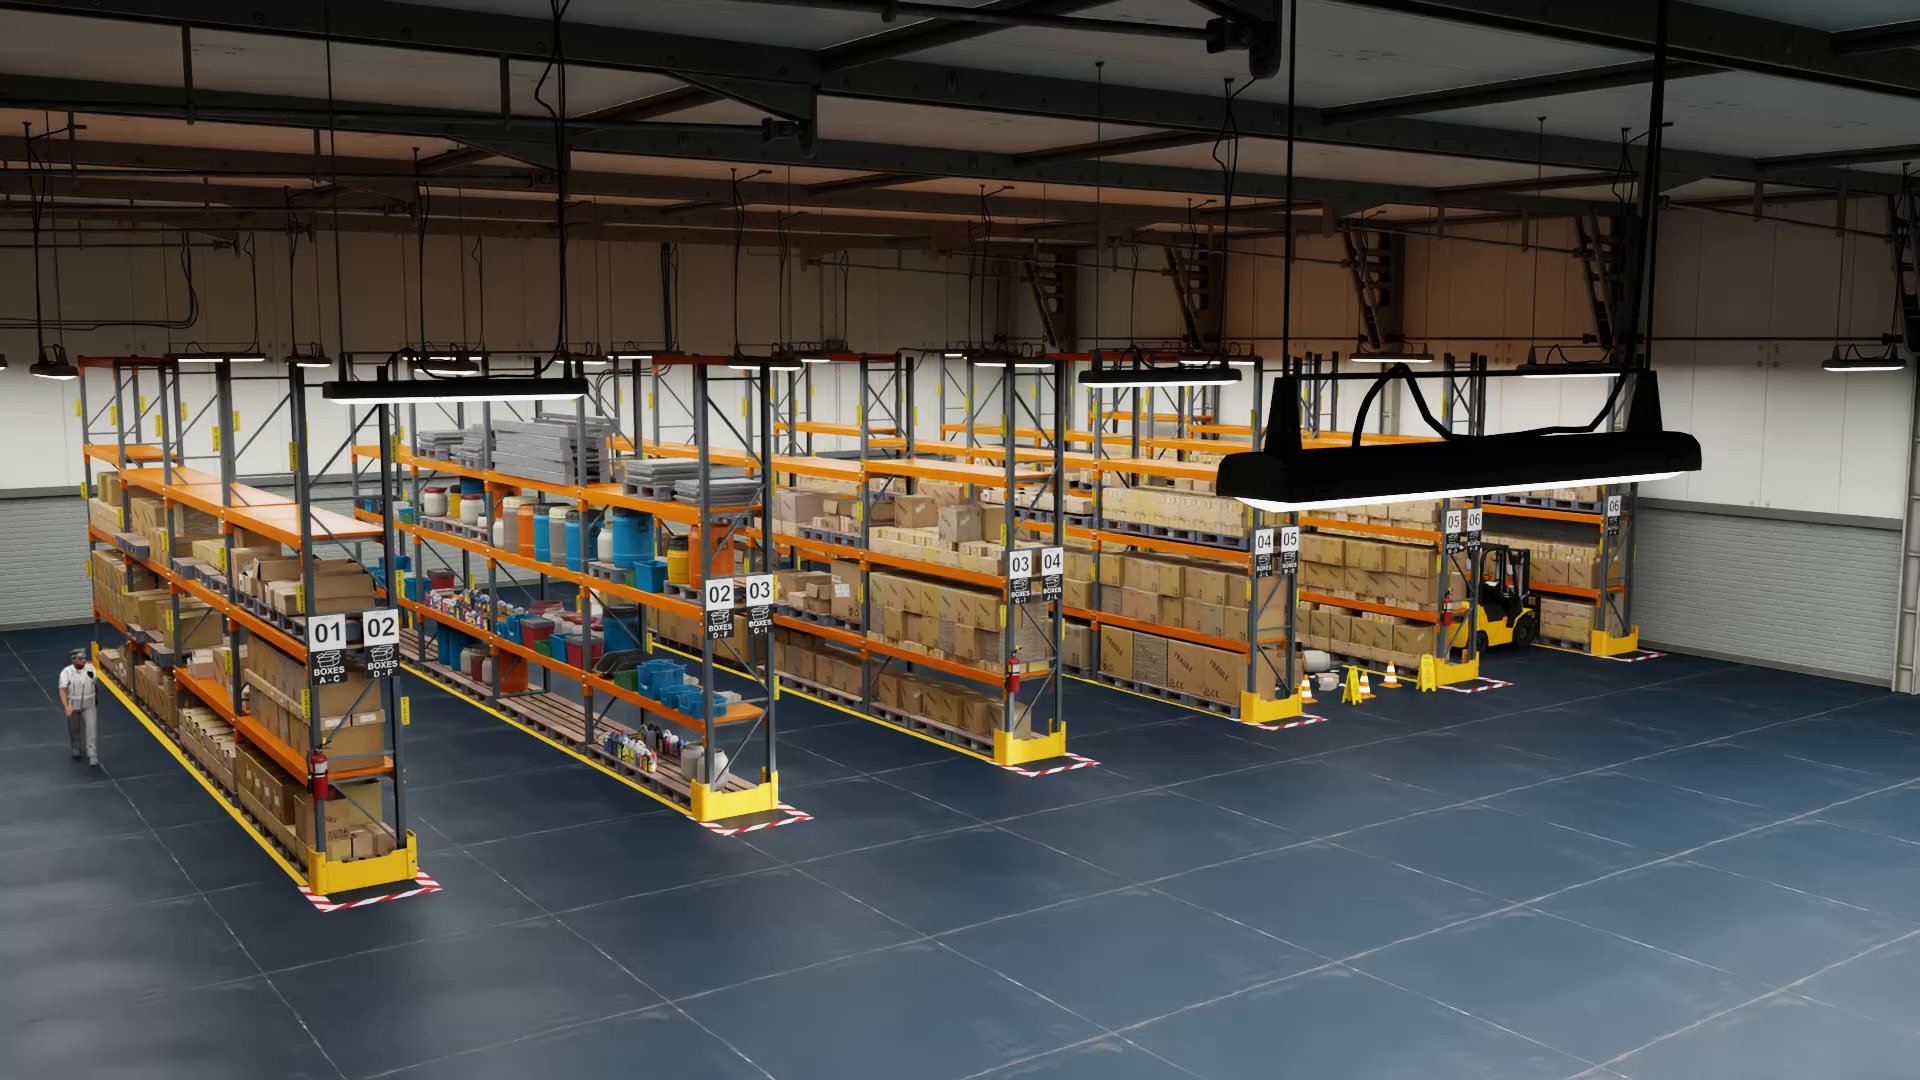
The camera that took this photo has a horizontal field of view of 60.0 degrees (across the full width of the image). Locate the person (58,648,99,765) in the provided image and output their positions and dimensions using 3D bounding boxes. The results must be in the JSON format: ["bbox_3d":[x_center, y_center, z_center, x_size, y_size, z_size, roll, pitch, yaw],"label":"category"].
[{"bbox_3d":[-13.137,2.454,24.808,0.525,1.700,1.077,-4,8,-32],"label":"person"}]

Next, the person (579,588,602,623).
[{"bbox_3d":[-7.277,1.552,32.919,0.428,1.729,0.520,2,7,14],"label":"person"}]
